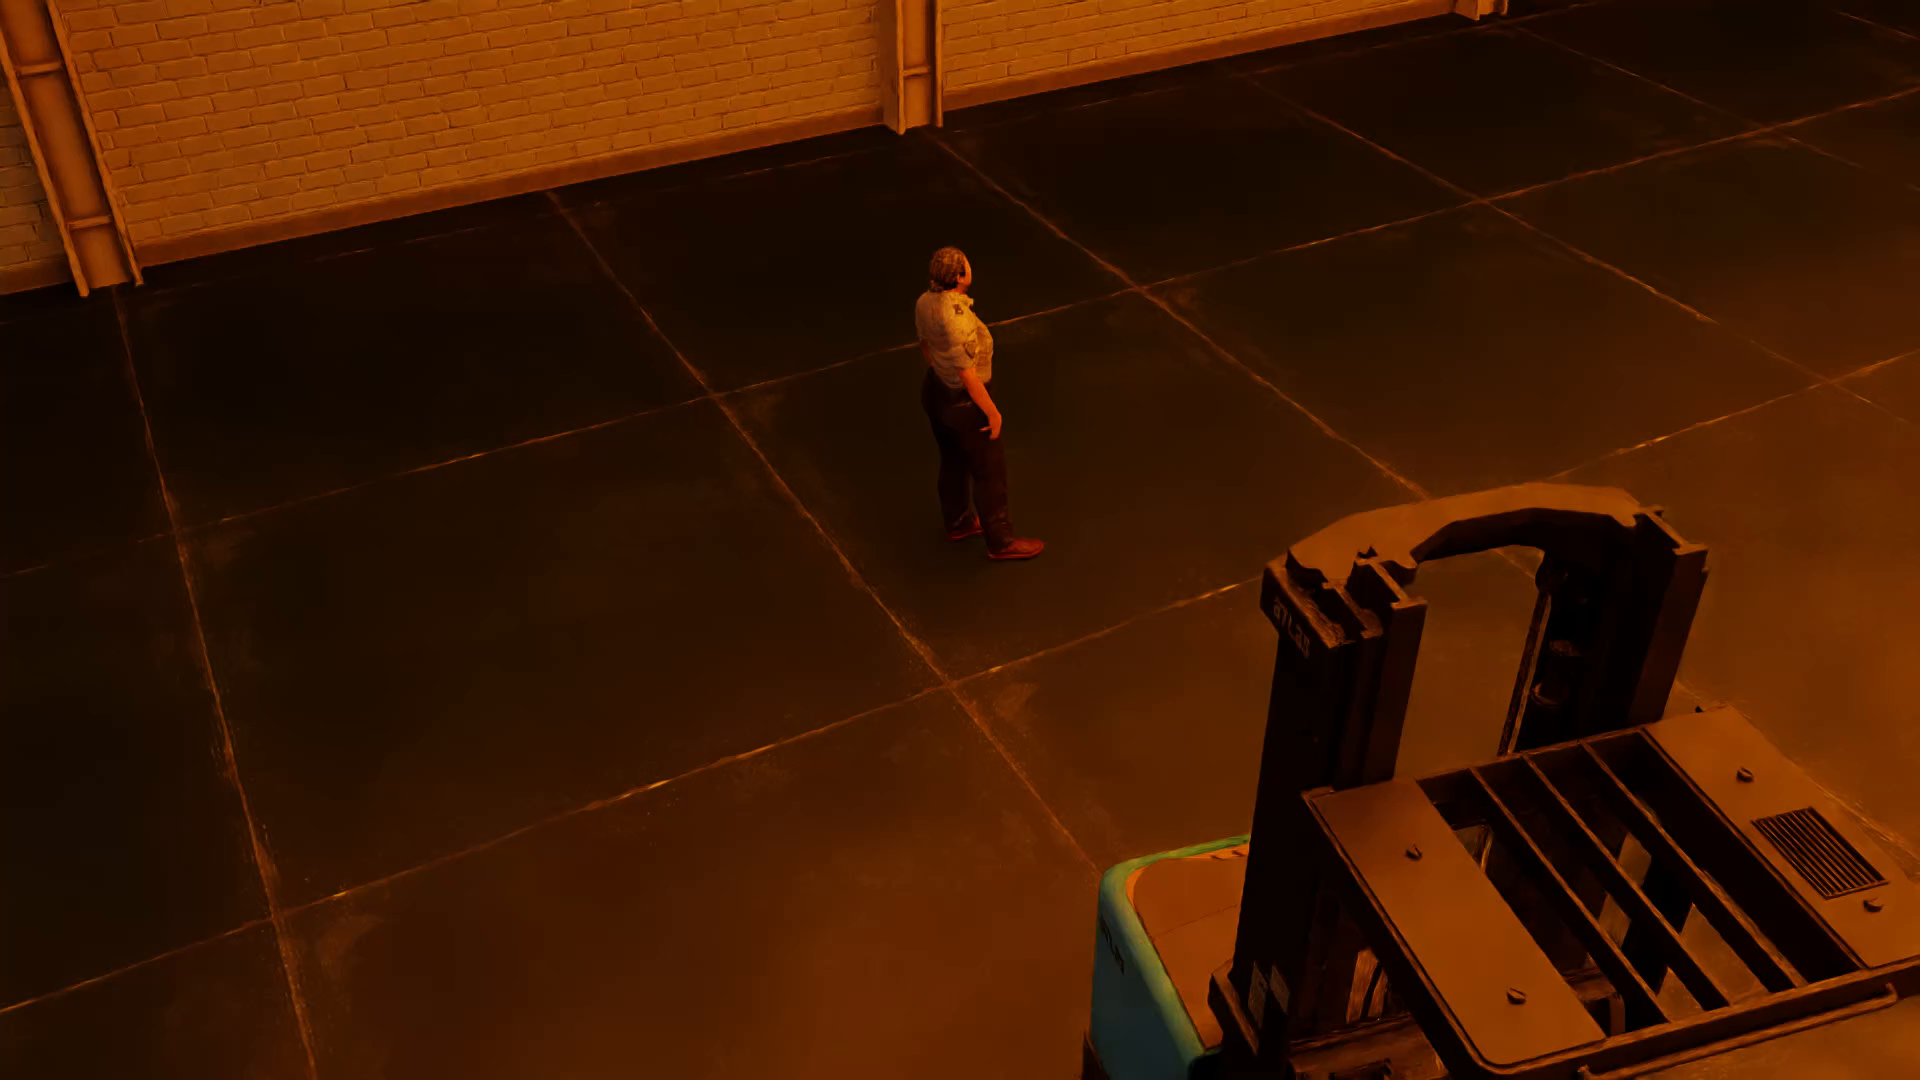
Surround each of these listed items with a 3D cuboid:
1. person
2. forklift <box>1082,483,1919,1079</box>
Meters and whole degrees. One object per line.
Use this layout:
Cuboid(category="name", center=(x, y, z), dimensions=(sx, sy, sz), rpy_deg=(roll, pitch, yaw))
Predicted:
Cuboid(category="person", center=(0.090, -0.691, 8.201), dimensions=(0.502, 1.650, 0.599), rpy_deg=(-17, 39, -23))
Cuboid(category="forklift", center=(1.336, 1.460, 4.057), dimensions=(1.130, 2.935, 3.031), rpy_deg=(-10, 36, -13))
